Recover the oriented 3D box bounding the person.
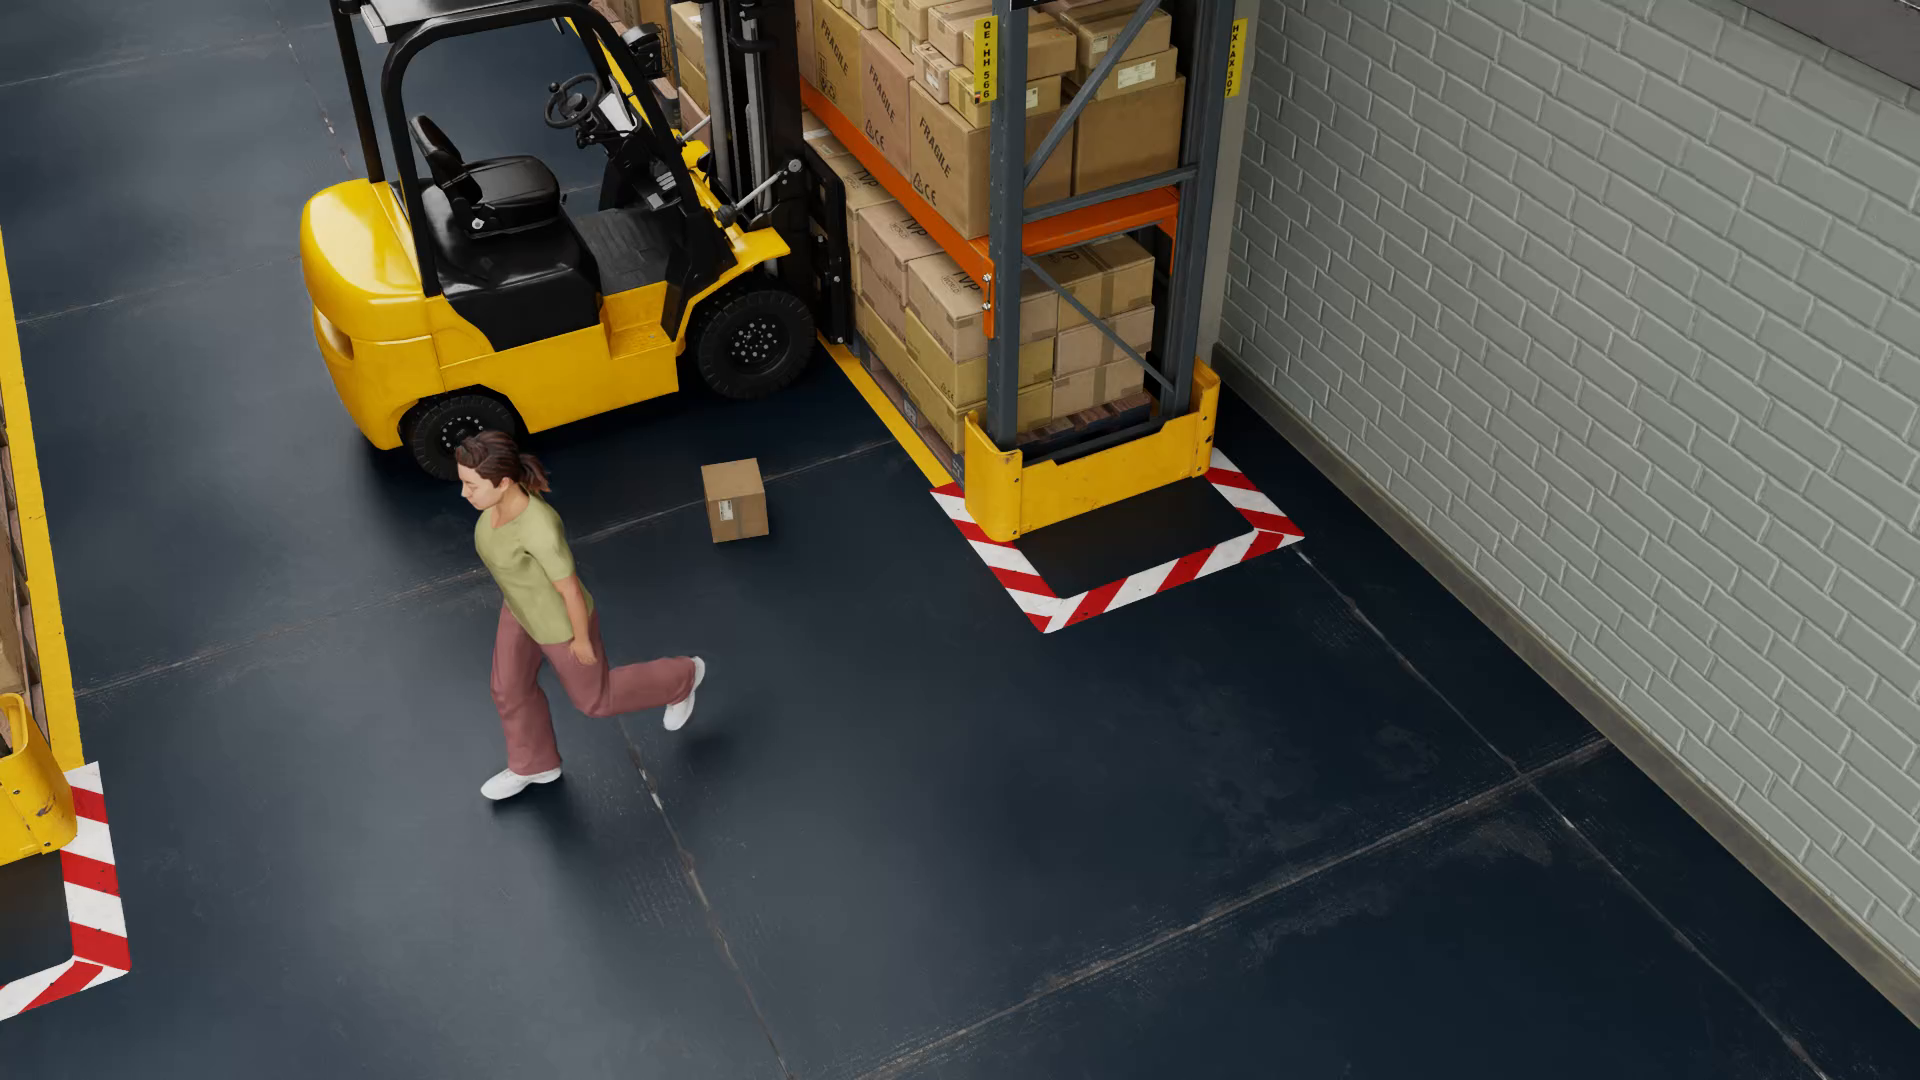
[{"bbox_3d":[-1.383,0.233,5.900,0.912,1.633,0.453,-28,49,-28],"label":"person"}]
